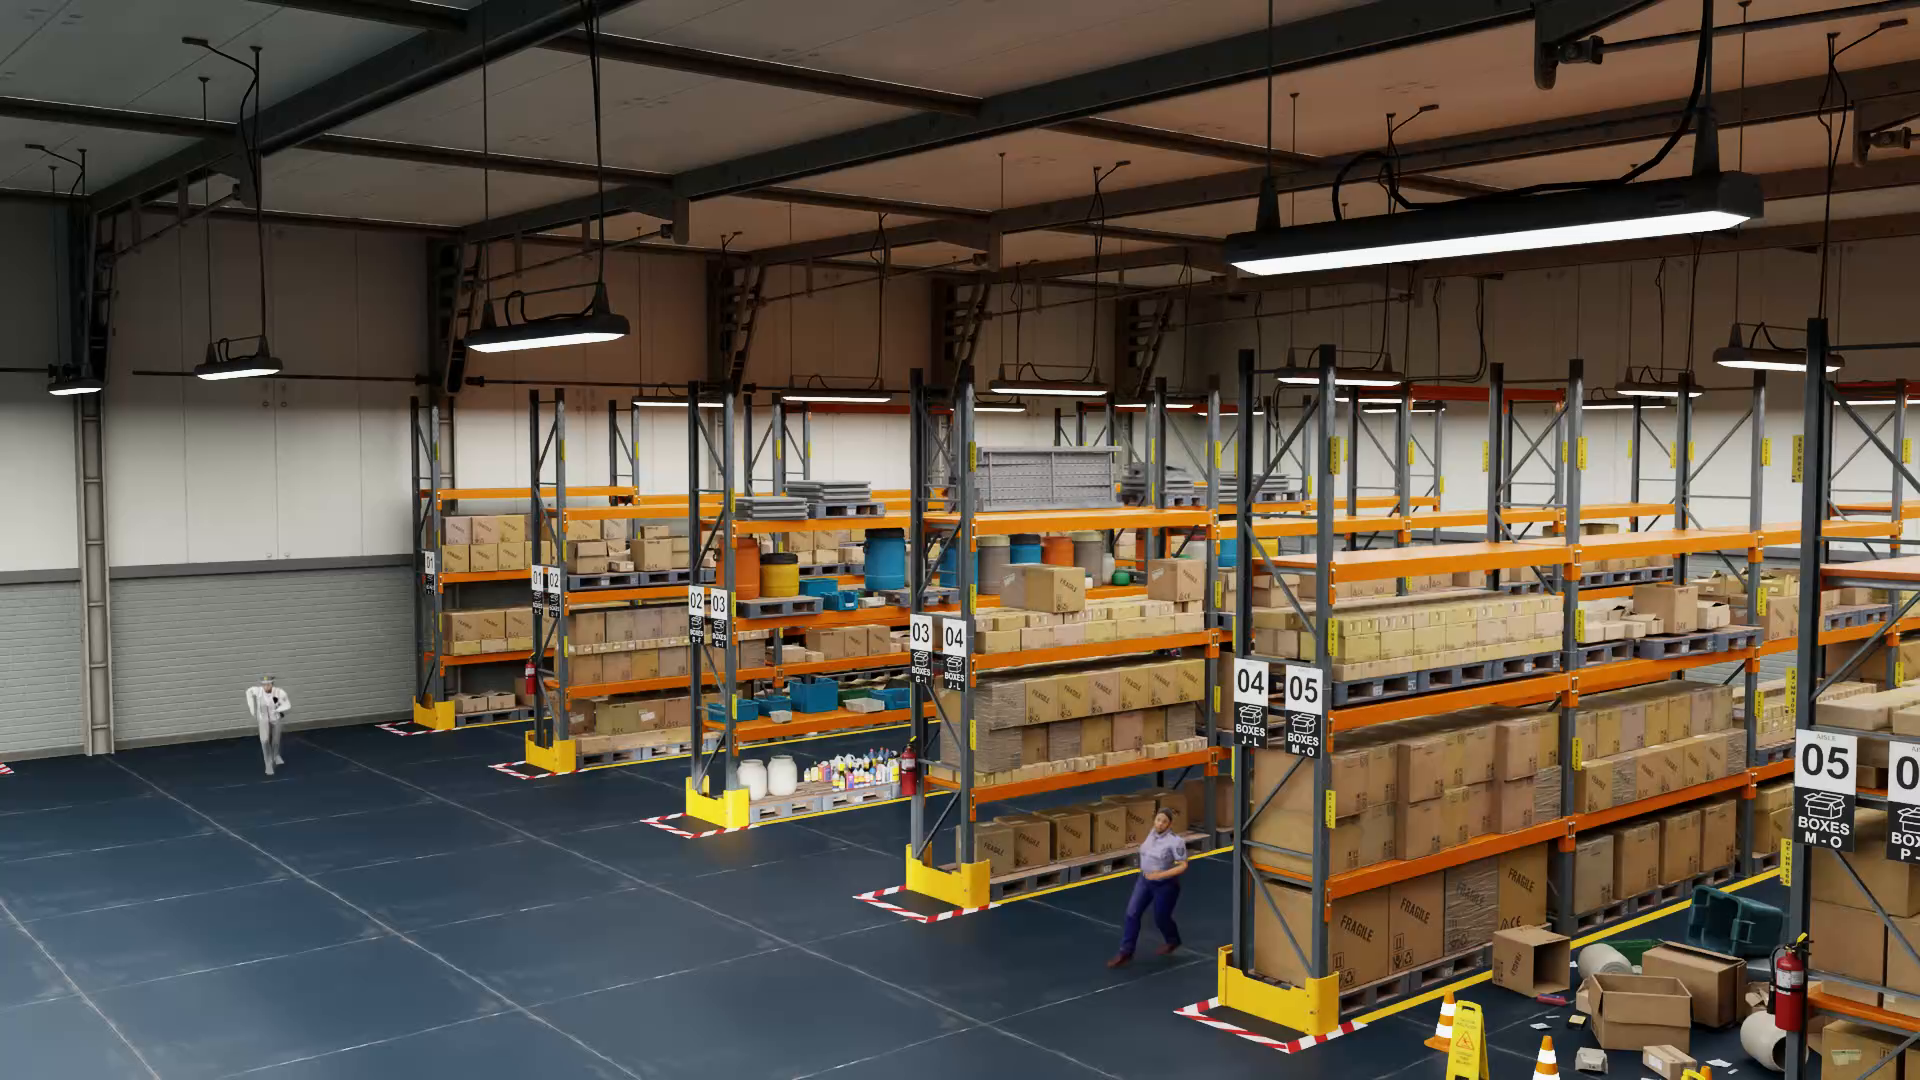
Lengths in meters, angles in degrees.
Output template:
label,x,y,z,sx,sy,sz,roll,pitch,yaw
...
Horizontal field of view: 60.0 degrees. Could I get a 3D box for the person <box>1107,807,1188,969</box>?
label,x,y,z,sx,sy,sz,roll,pitch,yaw
person,1.978,3.399,16.341,0.845,1.615,0.745,-3,5,-44

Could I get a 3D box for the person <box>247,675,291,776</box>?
label,x,y,z,sx,sy,sz,roll,pitch,yaw
person,-10.796,2.875,26.020,0.657,1.611,0.917,-1,3,-15
